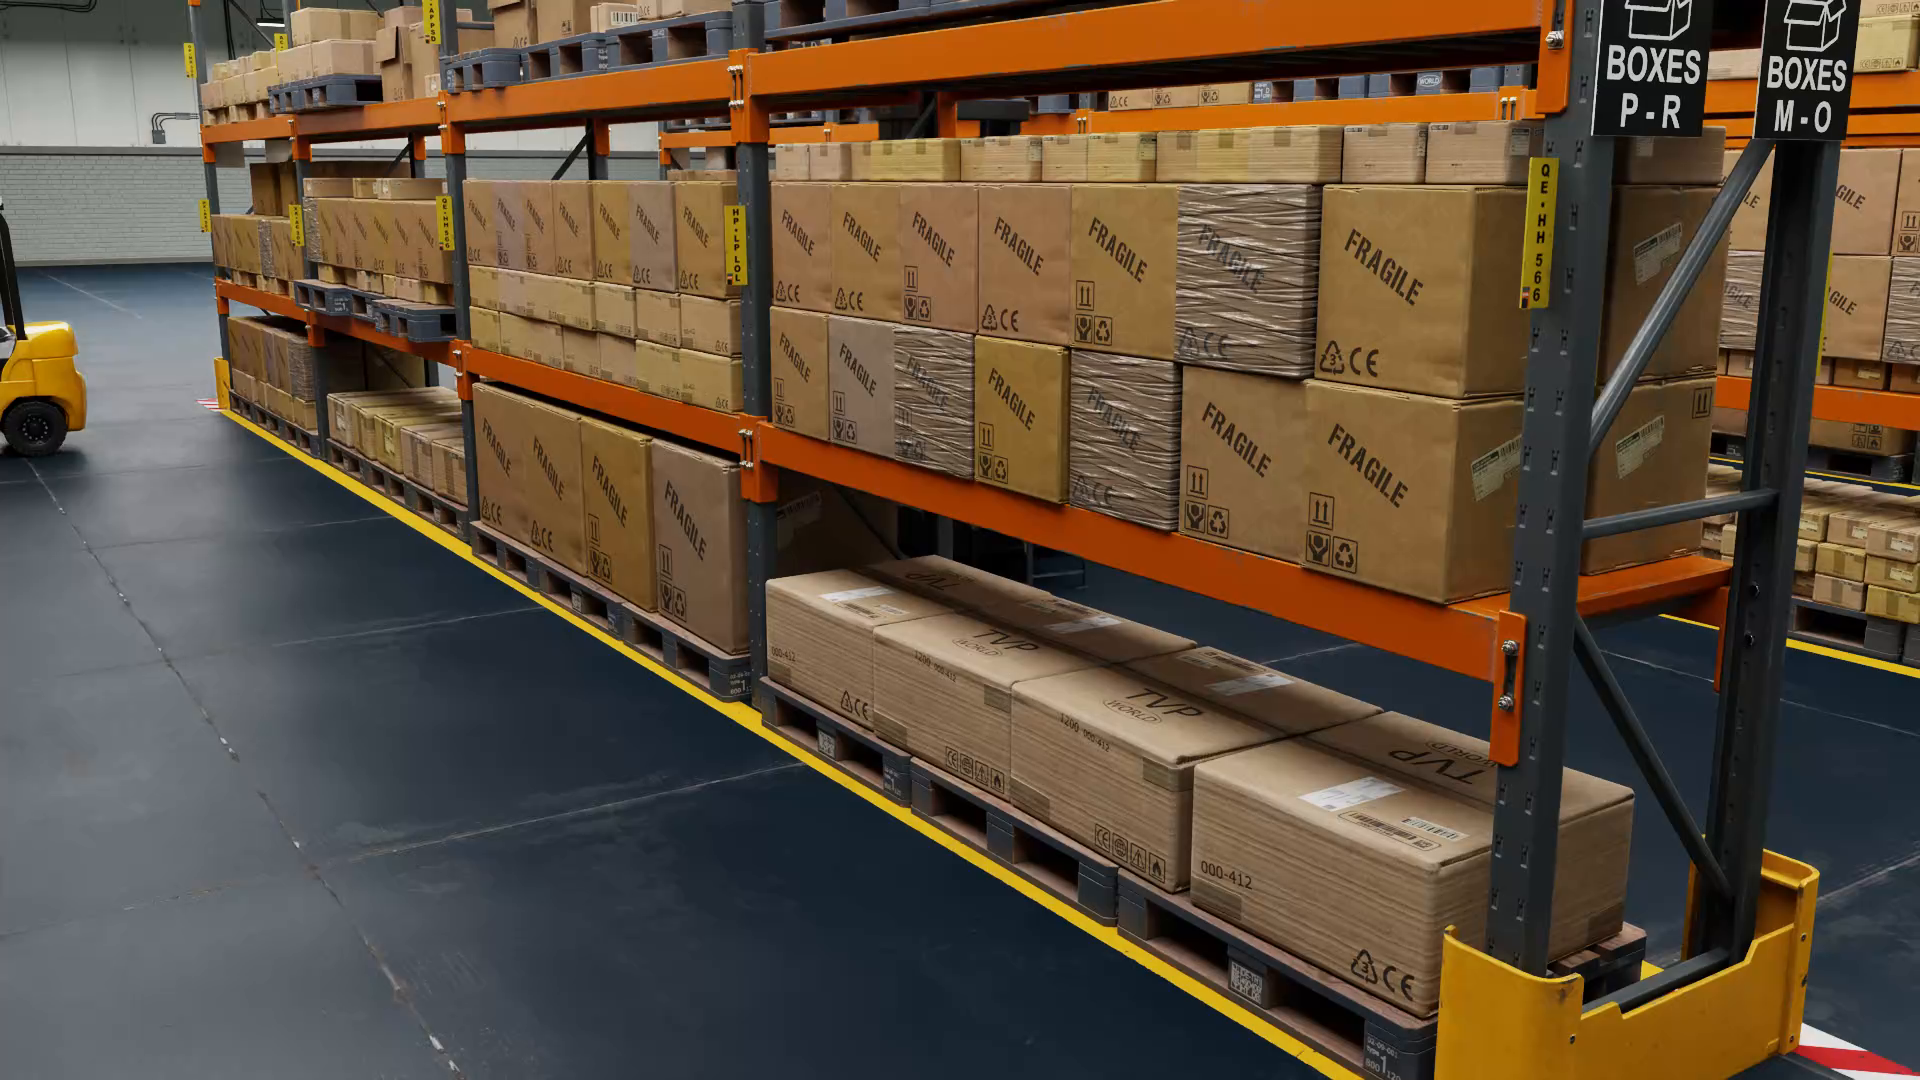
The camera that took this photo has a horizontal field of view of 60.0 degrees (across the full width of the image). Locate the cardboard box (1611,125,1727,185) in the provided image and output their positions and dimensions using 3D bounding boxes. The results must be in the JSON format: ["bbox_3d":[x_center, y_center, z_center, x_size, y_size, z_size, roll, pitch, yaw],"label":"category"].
[{"bbox_3d":[1.768,-1.003,4.335,0.380,0.149,0.250,-8,15,-32],"label":"cardboard box"}]

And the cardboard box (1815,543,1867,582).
[{"bbox_3d":[4.555,0.095,8.402,0.380,0.149,0.250,-7,14,-30],"label":"cardboard box"}]

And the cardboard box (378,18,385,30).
[{"bbox_3d":[-4.488,-3.941,13.037,0.500,0.250,0.500,-8,15,-31],"label":"cardboard box"}]

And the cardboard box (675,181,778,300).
[{"bbox_3d":[-0.939,-1.352,7.446,0.500,0.500,0.500,-8,14,-31],"label":"cardboard box"}]

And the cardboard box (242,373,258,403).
[{"bbox_3d":[-6.638,-1.493,16.120,0.500,0.250,0.500,-7,14,-31],"label":"cardboard box"}]

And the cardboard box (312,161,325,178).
[{"bbox_3d":[-5.243,-3.067,14.596,0.700,0.500,0.500,-8,15,-32],"label":"cardboard box"}]

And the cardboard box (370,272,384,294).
[{"bbox_3d":[-4.000,-1.855,11.928,0.380,0.149,0.250,-9,15,-35],"label":"cardboard box"}]

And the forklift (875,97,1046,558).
[{"bbox_3d":[-0.281,-1.587,11.259,1.130,2.935,3.031,-6,14,-24],"label":"forklift"}]

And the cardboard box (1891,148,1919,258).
[{"bbox_3d":[4.762,-1.573,7.763,0.500,0.500,0.500,-7,14,-30],"label":"cardboard box"}]

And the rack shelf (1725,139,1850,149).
[{"bbox_3d":[8.567,-4.705,20.017,1.077,0.370,4.000,-8,15,-33],"label":"rack shelf"}]

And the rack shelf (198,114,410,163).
[{"bbox_3d":[-6.023,-3.657,15.225,1.077,0.370,4.000,-8,15,-33],"label":"rack shelf"}]

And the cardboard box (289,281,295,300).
[{"bbox_3d":[-5.490,-2.129,14.165,0.380,0.149,0.250,-8,15,-32],"label":"cardboard box"}]

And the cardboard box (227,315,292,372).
[{"bbox_3d":[-6.901,-1.947,16.440,0.500,0.500,0.500,-9,15,-35],"label":"cardboard box"}]

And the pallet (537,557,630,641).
[{"bbox_3d":[-1.653,0.252,9.214,1.003,0.211,1.213,-8,15,-33],"label":"pallet"}]

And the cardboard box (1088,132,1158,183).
[{"bbox_3d":[0.616,-1.168,5.088,0.380,0.149,0.250,-8,14,-31],"label":"cardboard box"}]

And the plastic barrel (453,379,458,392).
[{"bbox_3d":[-4.726,-1.452,16.510,0.512,0.421,0.421,1,12,6],"label":"plastic barrel"}]

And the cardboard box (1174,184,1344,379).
[{"bbox_3d":[0.955,-0.737,4.638,0.500,0.500,0.500,-8,15,-33],"label":"cardboard box"}]

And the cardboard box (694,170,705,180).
[{"bbox_3d":[-2.511,-3.946,19.006,0.875,0.550,0.550,-8,15,-33],"label":"cardboard box"}]

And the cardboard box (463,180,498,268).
[{"bbox_3d":[-2.629,-1.897,9.938,0.500,0.500,0.500,-9,15,-35],"label":"cardboard box"}]

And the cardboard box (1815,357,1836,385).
[{"bbox_3d":[4.424,-0.886,8.480,0.380,0.149,0.250,-7,14,-31],"label":"cardboard box"}]

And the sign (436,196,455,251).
[{"bbox_3d":[-3.145,-1.937,10.173,0.100,0.325,0.005,-8,15,-33],"label":"sign"}]

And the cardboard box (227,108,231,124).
[{"bbox_3d":[-6.722,-4.015,15.769,0.380,0.149,0.250,-8,15,-33],"label":"cardboard box"}]

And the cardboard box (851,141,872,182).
[{"bbox_3d":[-0.191,-1.448,6.368,0.380,0.149,0.250,-8,15,-33],"label":"cardboard box"}]

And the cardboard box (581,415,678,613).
[{"bbox_3d":[-1.399,-0.192,8.710,0.875,0.875,0.875,-8,14,-31],"label":"cardboard box"}]

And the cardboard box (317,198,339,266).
[{"bbox_3d":[-4.616,-2.380,12.812,0.500,0.500,0.500,-8,15,-33],"label":"cardboard box"}]

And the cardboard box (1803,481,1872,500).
[{"bbox_3d":[4.780,-0.216,9.125,0.380,0.149,0.250,-9,15,-35],"label":"cardboard box"}]

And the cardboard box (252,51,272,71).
[{"bbox_3d":[-5.803,-4.075,14.173,0.380,0.149,0.250,-8,14,-31],"label":"cardboard box"}]

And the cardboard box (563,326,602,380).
[{"bbox_3d":[-1.775,-1.015,8.834,0.500,0.250,0.500,-8,15,-33],"label":"cardboard box"}]

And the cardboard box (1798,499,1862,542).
[{"bbox_3d":[4.445,-0.105,8.617,0.380,0.149,0.250,-8,15,-32],"label":"cardboard box"}]

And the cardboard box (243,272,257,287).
[{"bbox_3d":[-6.610,-2.498,15.853,0.380,0.149,0.250,-8,14,-31],"label":"cardboard box"}]

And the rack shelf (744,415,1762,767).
[{"bbox_3d":[0.626,-0.057,5.787,1.077,0.370,4.000,-8,15,-33],"label":"rack shelf"}]

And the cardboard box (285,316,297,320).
[{"bbox_3d":[-6.470,-2.015,16.754,0.500,0.500,0.500,-8,15,-32],"label":"cardboard box"}]

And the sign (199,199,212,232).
[{"bbox_3d":[-7.583,-3.257,16.709,0.100,0.325,0.005,-8,15,-33],"label":"sign"}]

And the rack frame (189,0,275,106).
[{"bbox_3d":[-7.131,-5.829,16.455,1.000,3.000,0.127,-8,15,-33],"label":"rack frame"}]

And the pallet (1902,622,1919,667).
[{"bbox_3d":[5.336,0.543,7.884,1.003,0.211,1.213,-8,15,-33],"label":"pallet"}]

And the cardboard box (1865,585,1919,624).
[{"bbox_3d":[4.691,0.290,8.203,0.380,0.149,0.250,-9,15,-35],"label":"cardboard box"}]

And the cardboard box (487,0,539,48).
[{"bbox_3d":[-2.364,-3.148,9.988,0.797,0.503,0.637,-9,15,-36],"label":"cardboard box"}]

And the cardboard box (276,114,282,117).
[{"bbox_3d":[-5.572,-3.648,14.088,0.380,0.149,0.250,-8,15,-32],"label":"cardboard box"}]

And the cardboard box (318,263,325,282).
[{"bbox_3d":[-4.871,-2.134,13.204,0.380,0.149,0.250,-8,15,-32],"label":"cardboard box"}]

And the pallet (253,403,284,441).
[{"bbox_3d":[-5.996,-1.157,15.661,1.003,0.211,1.213,-8,15,-33],"label":"pallet"}]

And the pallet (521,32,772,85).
[{"bbox_3d":[-1.676,-2.542,8.886,1.003,0.211,1.213,-7,14,-30],"label":"pallet"}]

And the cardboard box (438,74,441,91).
[{"bbox_3d":[-3.048,-2.850,10.438,0.380,0.149,0.250,-8,15,-33],"label":"cardboard box"}]

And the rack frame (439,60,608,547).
[{"bbox_3d":[-2.699,-1.476,10.589,1.000,3.000,0.127,-8,15,-33],"label":"rack frame"}]

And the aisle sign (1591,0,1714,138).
[{"bbox_3d":[1.516,-1.274,3.579,0.394,0.787,0.004,-8,15,-33],"label":"aisle sign"}]

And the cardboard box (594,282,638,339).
[{"bbox_3d":[-1.504,-1.165,8.346,0.500,0.250,0.500,-8,14,-31],"label":"cardboard box"}]

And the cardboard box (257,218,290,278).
[{"bbox_3d":[-5.950,-2.614,14.861,0.500,0.500,0.500,-8,14,-31],"label":"cardboard box"}]

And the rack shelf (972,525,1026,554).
[{"bbox_3d":[0.407,-0.190,9.745,0.431,0.370,0.720,-6,14,-24],"label":"rack shelf"}]

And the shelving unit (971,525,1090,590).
[{"bbox_3d":[0.407,-0.508,9.676,0.431,1.500,0.755,-6,14,-24],"label":"shelving unit"}]

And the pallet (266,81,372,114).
[{"bbox_3d":[-4.661,-3.439,12.982,1.213,0.211,1.003,-8,15,-33],"label":"pallet"}]

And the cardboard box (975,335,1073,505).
[{"bbox_3d":[0.391,-0.428,5.564,0.500,0.500,0.500,-8,14,-31],"label":"cardboard box"}]

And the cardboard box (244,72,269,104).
[{"bbox_3d":[-5.935,-3.953,14.553,0.500,0.250,0.500,-8,15,-34],"label":"cardboard box"}]

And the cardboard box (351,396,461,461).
[{"bbox_3d":[-4.221,-0.888,13.070,0.950,0.372,0.625,-7,14,-29],"label":"cardboard box"}]
